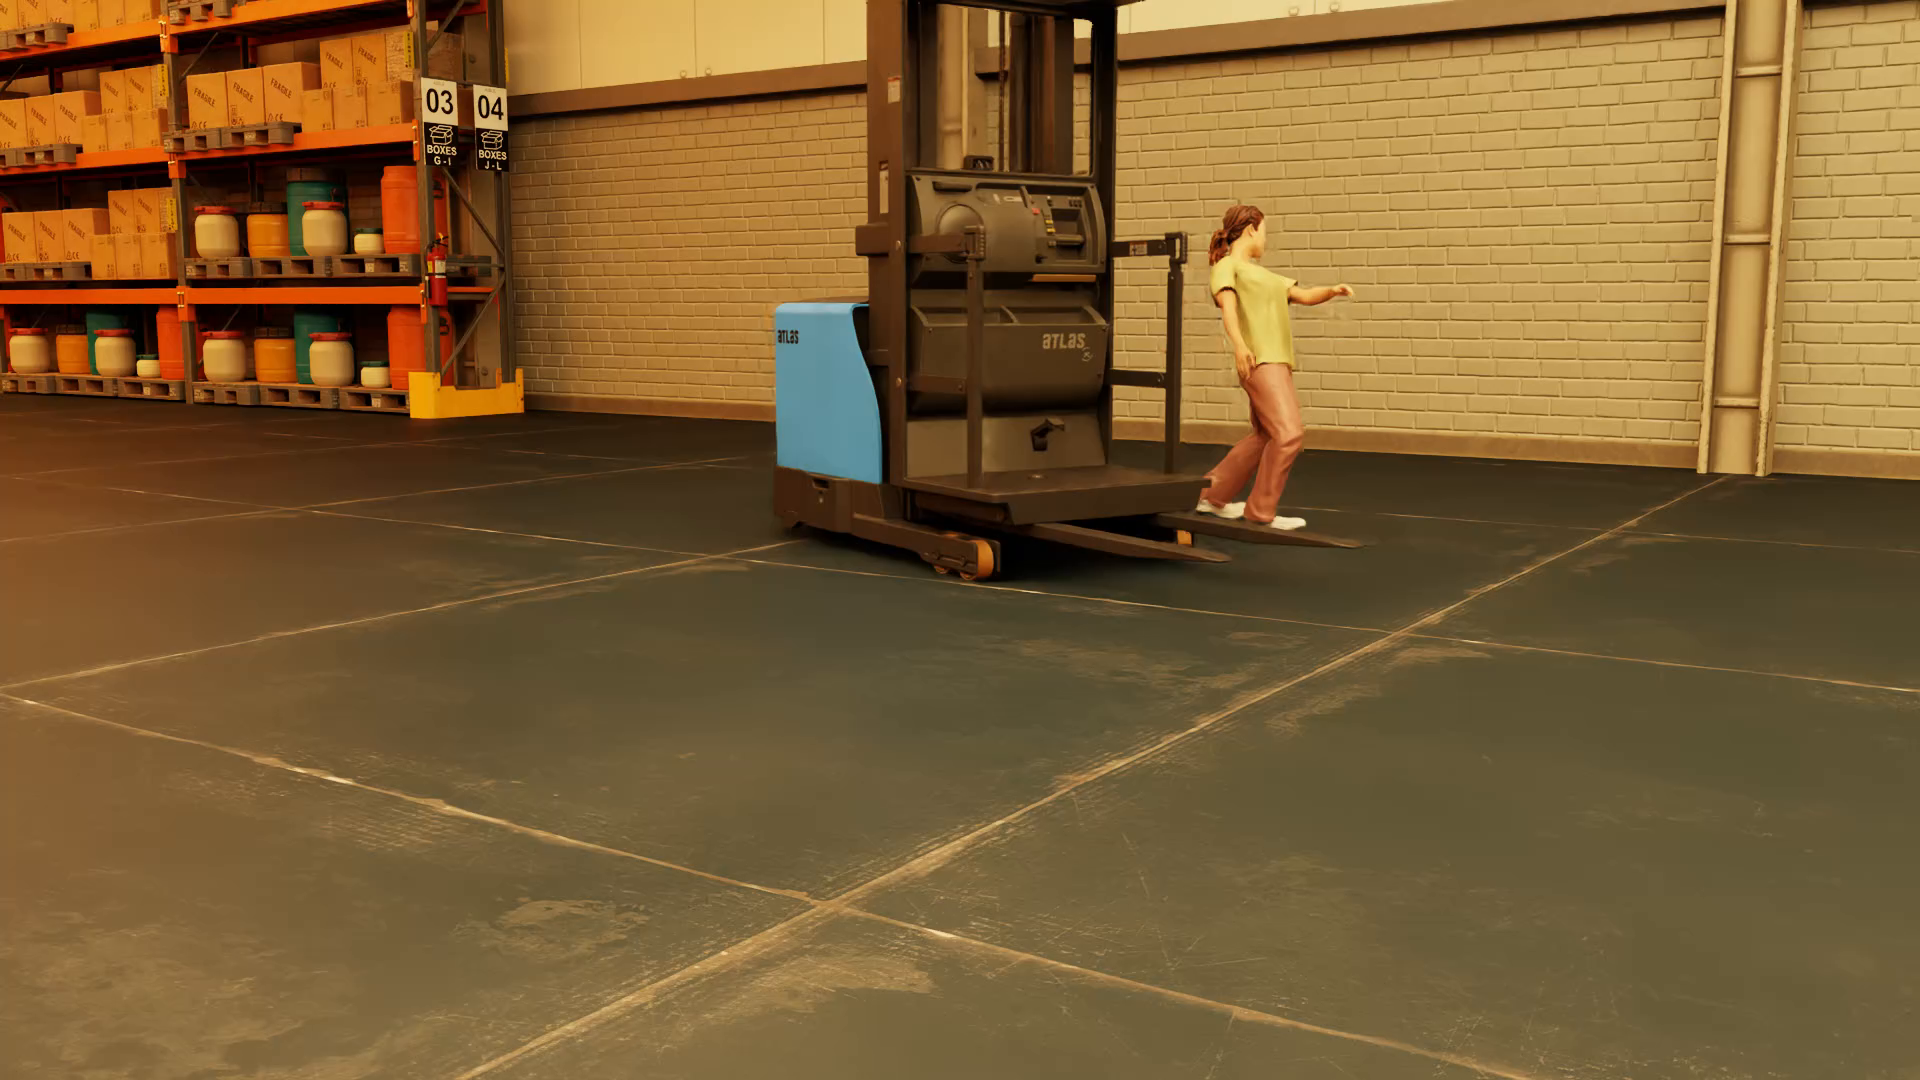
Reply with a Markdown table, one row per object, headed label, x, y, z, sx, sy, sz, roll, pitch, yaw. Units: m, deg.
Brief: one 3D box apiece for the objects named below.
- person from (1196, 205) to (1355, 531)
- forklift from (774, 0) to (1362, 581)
| label | x | y | z | sx | sy | sz | roll | pitch | yaw |
| --- | --- | --- | --- | --- | --- | --- | --- | --- | --- |
| person | 1.406 | -0.794 | 7.709 | 0.817 | 1.519 | 0.778 | 3 | 9 | 21 |
| forklift | 0.331 | -1.365 | 6.792 | 1.130 | 2.935 | 3.031 | -5 | 10 | -32 |
